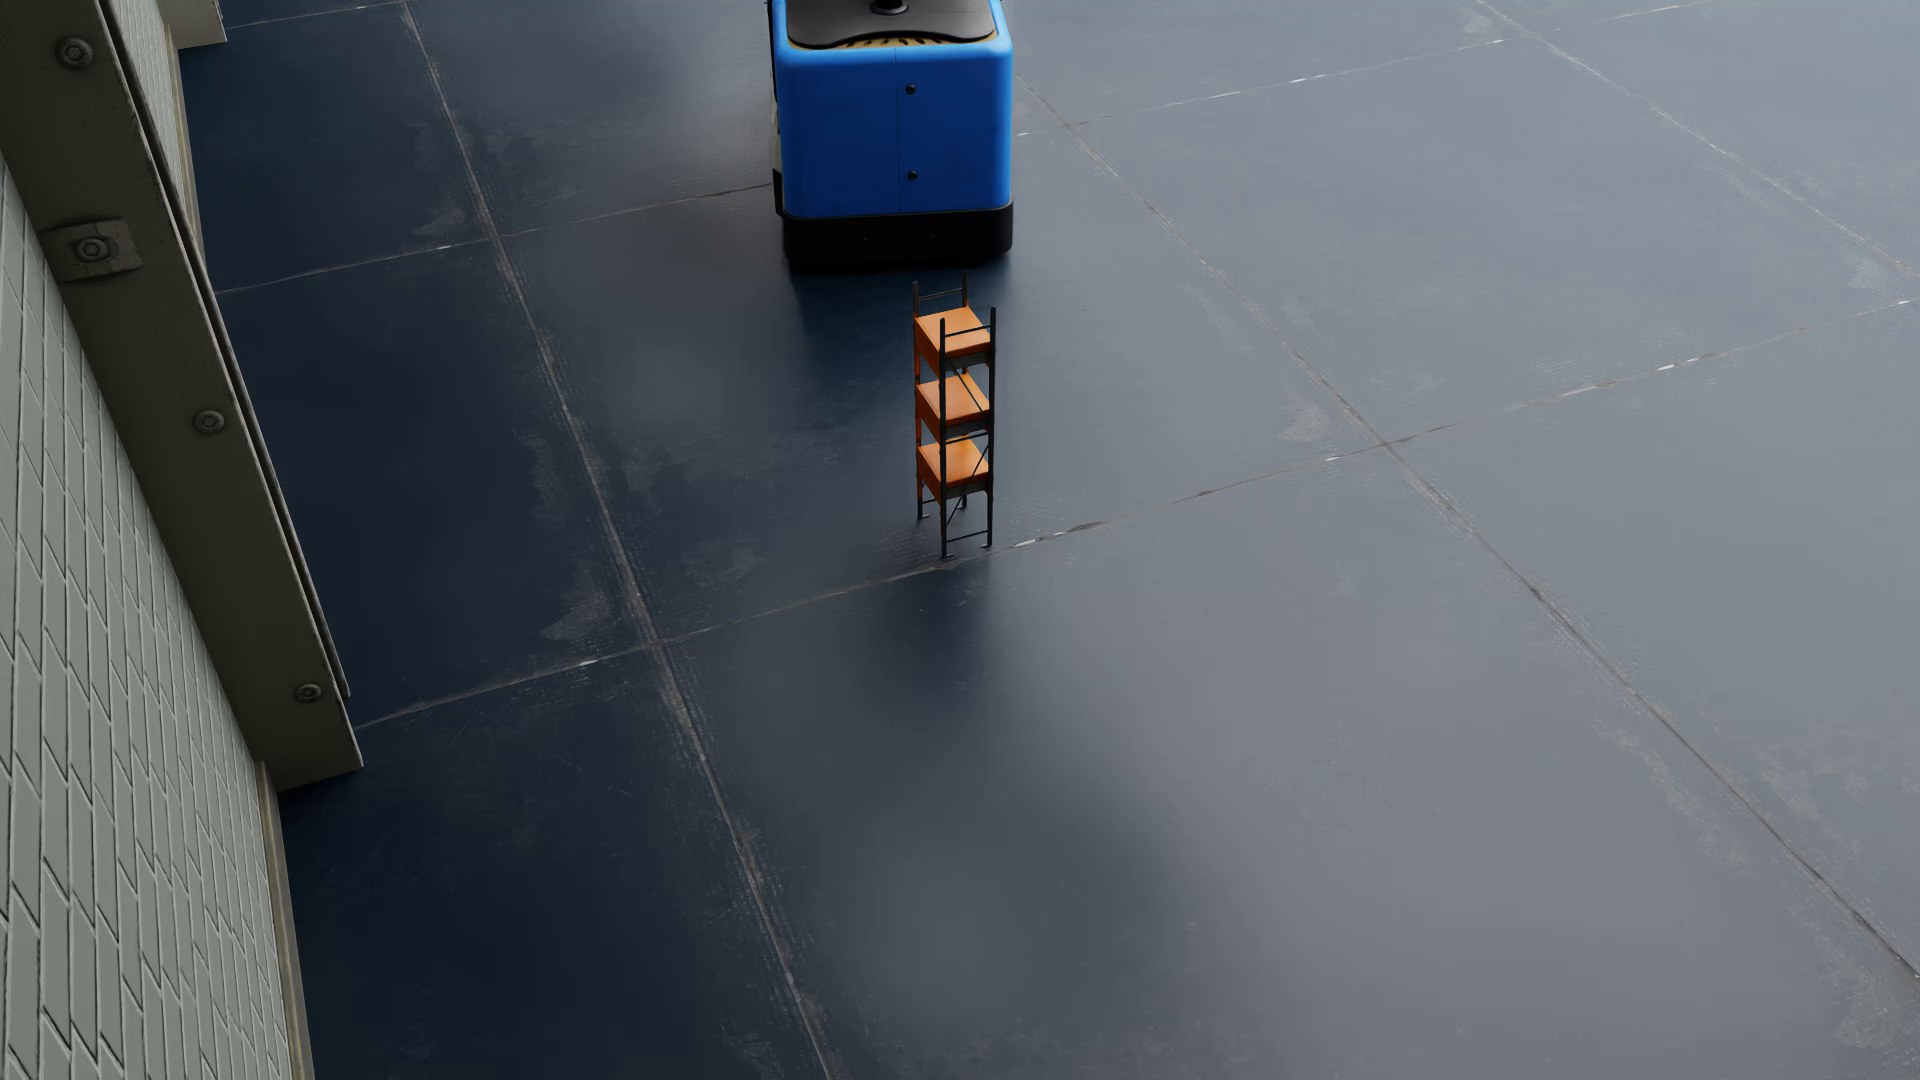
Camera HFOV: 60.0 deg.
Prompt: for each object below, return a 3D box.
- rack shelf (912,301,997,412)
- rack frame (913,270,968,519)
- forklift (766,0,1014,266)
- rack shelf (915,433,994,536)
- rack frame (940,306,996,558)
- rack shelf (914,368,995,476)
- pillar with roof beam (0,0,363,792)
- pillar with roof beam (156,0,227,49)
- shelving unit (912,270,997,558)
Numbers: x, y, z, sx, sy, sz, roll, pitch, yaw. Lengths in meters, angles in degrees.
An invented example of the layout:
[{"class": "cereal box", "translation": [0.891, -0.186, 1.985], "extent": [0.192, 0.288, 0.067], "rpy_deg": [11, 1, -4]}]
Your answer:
[{"class": "rack shelf", "translation": [-0.020, -0.637, 5.767], "extent": [0.215, 0.259, 0.240], "rpy_deg": [-15, 43, -17]}, {"class": "rack frame", "translation": [-0.067, -0.504, 6.031], "extent": [0.200, 1.050, 0.008], "rpy_deg": [-15, 43, -17]}, {"class": "forklift", "translation": [-0.425, -3.320, 7.863], "extent": [1.130, 2.935, 3.031], "rpy_deg": [-4, 41, -5]}, {"class": "rack shelf", "translation": [-0.020, -0.212, 6.133], "extent": [0.215, 0.259, 0.240], "rpy_deg": [-15, 43, -17]}, {"class": "rack frame", "translation": [0.026, -0.357, 5.860], "extent": [0.200, 1.050, 0.008], "rpy_deg": [-15, 43, -17]}, {"class": "rack shelf", "translation": [-0.020, -0.422, 5.952], "extent": [0.215, 0.259, 0.240], "rpy_deg": [-15, 43, -17]}, {"class": "pillar with roof beam", "translation": [1.825, -3.829, 3.800], "extent": [9.100, 9.000, 0.400], "rpy_deg": [-15, 43, -17]}, {"class": "pillar with roof beam", "translation": [-0.471, -7.443, 8.004], "extent": [9.100, 9.000, 0.400], "rpy_deg": [-15, 43, -17]}, {"class": "shelving unit", "translation": [-0.020, -0.430, 5.945], "extent": [0.215, 1.050, 0.252], "rpy_deg": [-15, 43, -17]}]
